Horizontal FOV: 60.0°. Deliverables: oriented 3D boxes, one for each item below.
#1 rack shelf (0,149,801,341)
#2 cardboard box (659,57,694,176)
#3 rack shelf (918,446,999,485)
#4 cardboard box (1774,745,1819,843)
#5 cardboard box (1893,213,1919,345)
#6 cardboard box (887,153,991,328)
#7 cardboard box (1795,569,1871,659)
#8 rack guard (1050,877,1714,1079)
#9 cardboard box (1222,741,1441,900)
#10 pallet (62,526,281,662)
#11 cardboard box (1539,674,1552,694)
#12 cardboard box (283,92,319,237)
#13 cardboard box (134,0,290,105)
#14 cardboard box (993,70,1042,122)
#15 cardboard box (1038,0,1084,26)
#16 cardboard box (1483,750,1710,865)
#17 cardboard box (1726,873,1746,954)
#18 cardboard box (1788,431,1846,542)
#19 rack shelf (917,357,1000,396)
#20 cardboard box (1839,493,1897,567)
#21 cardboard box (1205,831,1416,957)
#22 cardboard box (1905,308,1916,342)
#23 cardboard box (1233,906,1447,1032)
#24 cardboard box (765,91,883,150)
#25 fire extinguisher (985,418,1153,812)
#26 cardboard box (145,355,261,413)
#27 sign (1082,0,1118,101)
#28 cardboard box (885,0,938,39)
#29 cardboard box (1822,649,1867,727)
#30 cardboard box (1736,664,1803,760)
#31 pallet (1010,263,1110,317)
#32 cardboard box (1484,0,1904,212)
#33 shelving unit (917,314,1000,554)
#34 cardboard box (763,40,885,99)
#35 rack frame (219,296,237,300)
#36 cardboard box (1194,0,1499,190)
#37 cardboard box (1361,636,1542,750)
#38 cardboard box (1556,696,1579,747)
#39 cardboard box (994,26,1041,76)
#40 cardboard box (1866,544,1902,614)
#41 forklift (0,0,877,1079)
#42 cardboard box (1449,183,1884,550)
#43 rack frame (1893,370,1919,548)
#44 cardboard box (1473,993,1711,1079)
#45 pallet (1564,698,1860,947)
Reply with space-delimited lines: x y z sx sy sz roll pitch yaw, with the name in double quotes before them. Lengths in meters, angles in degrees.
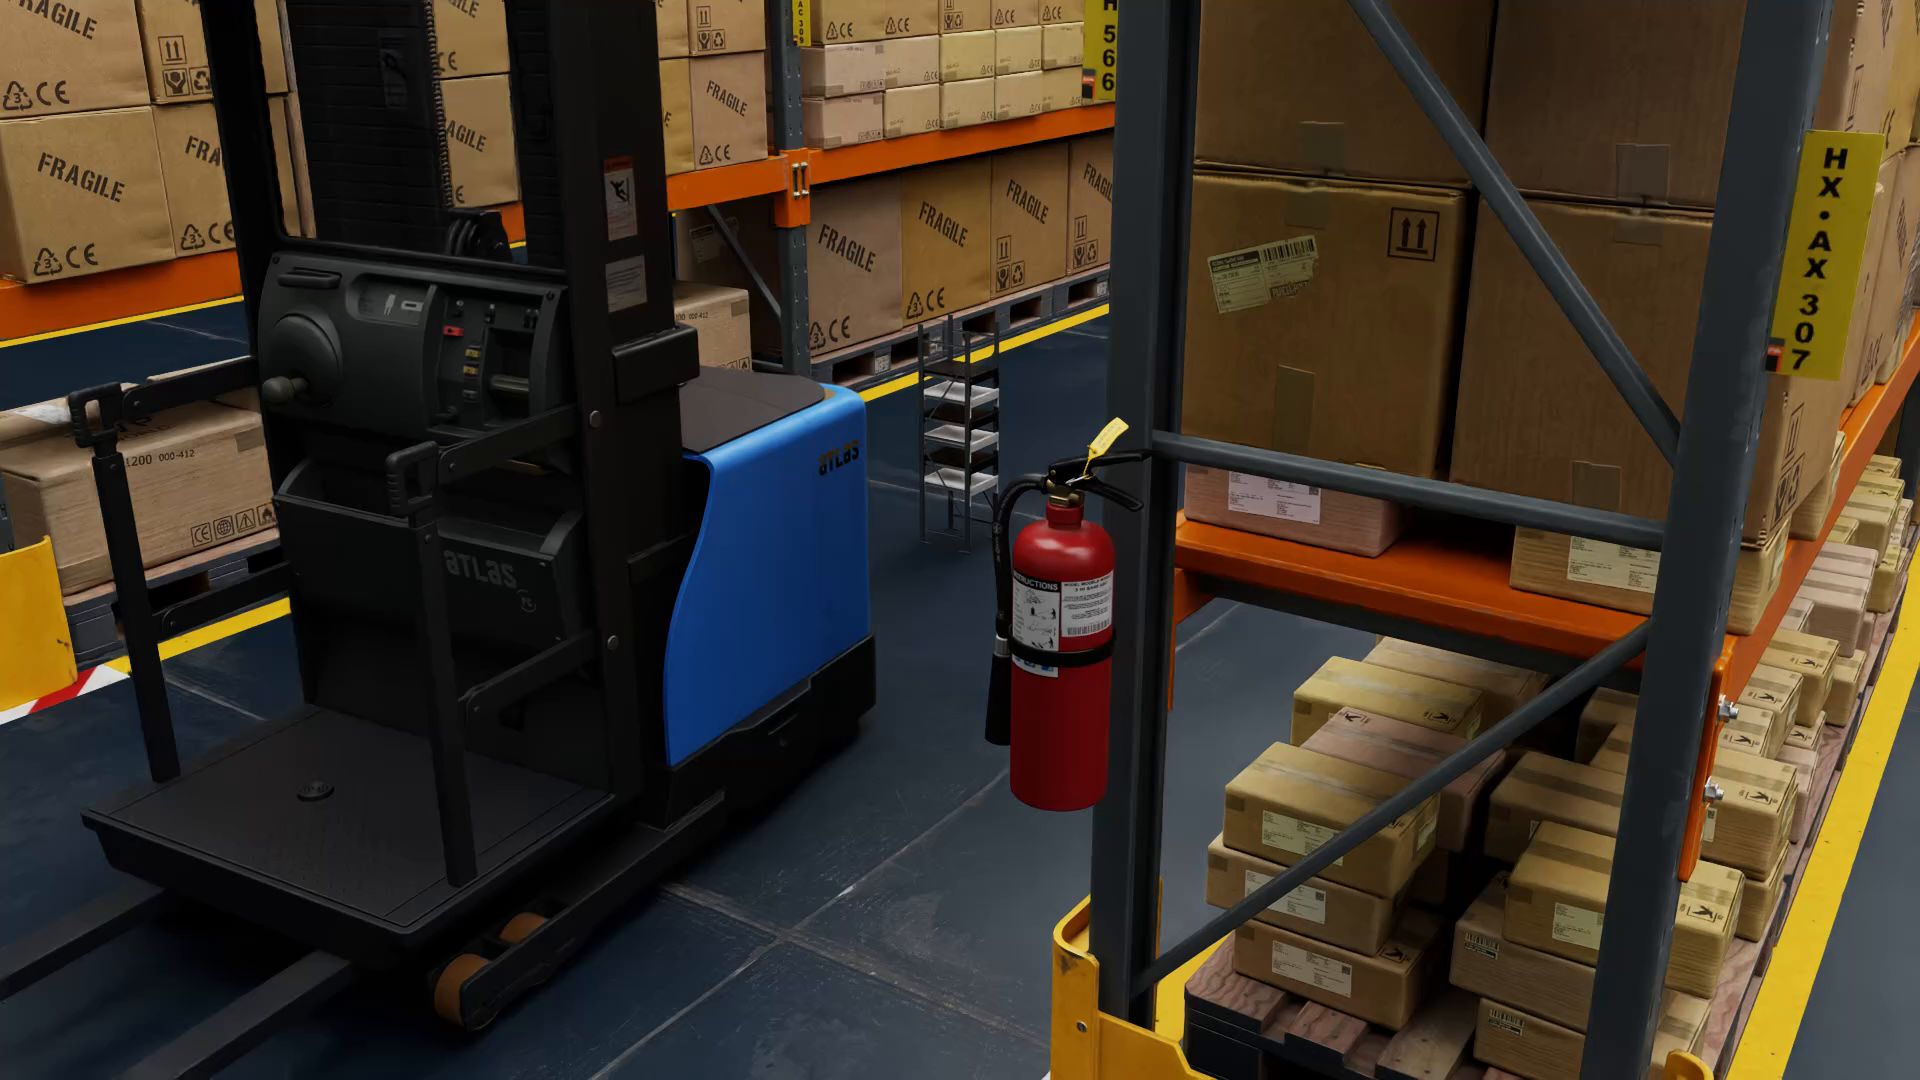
"rack shelf" -2.332 -1.248 6.853 1.077 0.370 4.000 13 24 32
"cardboard box" -1.542 -1.875 7.366 0.500 0.500 0.500 13 24 31
"rack shelf" -0.005 -0.304 6.645 0.258 0.077 0.200 13 24 32
"cardboard box" 1.978 0.615 4.284 0.380 0.149 0.250 12 23 29
"cardboard box" 2.022 -0.781 3.980 0.500 0.500 0.500 13 24 30
"cardboard box" -0.424 -1.814 9.804 0.875 0.875 0.875 14 25 33
"cardboard box" 2.285 0.179 4.603 0.380 0.149 0.250 12 24 30
"rack guard" 0.737 1.075 3.138 1.175 0.500 0.348 13 24 32
"cardboard box" 0.782 0.584 3.509 0.380 0.149 0.250 14 24 32
"pallet" -3.072 0.051 6.323 1.003 0.211 1.213 13 24 32
"cardboard box" 1.326 0.417 4.388 0.380 0.149 0.250 14 24 33
"cardboard box" -2.387 -1.434 6.173 0.500 0.500 0.500 13 24 32
"cardboard box" -2.667 -1.760 5.613 0.500 0.500 0.500 13 24 30
"cardboard box" 0.137 -2.599 9.682 0.500 0.250 0.500 13 24 31
"cardboard box" 0.400 -3.334 9.869 0.500 0.500 0.500 13 24 32
"cardboard box" 1.325 0.599 3.469 0.380 0.149 0.250 14 24 33
"cardboard box" 1.401 0.757 3.470 0.380 0.149 0.250 13 24 32
"cardboard box" 1.451 -0.135 3.168 0.380 0.149 0.250 12 24 30
"rack shelf" -0.005 -0.642 6.520 0.258 0.077 0.200 13 24 32
"cardboard box" 2.713 -0.056 5.238 0.380 0.149 0.250 13 24 31
"cardboard box" 0.755 0.718 3.576 0.380 0.149 0.250 13 24 30
"cardboard box" 2.428 -0.665 4.601 0.380 0.149 0.250 12 23 30
"cardboard box" 0.817 0.873 3.586 0.380 0.149 0.250 14 24 33
"cardboard box" -0.742 -2.164 8.508 0.500 0.250 0.500 13 24 31
"fire extinguisher" 0.171 0.118 2.772 0.296 0.674 0.183 13 24 32
"cardboard box" -2.661 -0.480 6.828 0.875 0.438 0.875 14 25 33
"sign" 0.246 -0.881 2.698 0.100 0.325 0.005 13 24 32
"cardboard box" -0.460 -2.897 8.688 0.500 0.500 0.500 13 24 32
"cardboard box" 2.422 0.393 4.884 0.380 0.149 0.250 13 24 32
"cardboard box" 1.807 0.386 4.043 0.380 0.149 0.250 14 25 34
"pallet" 0.535 -1.788 11.295 1.003 0.211 1.213 13 24 32
"cardboard box" 1.166 -0.808 2.612 0.500 0.500 0.500 13 24 31
"shelving unit" -0.005 -0.420 6.603 0.258 0.900 0.210 13 24 32
"cardboard box" -0.728 -2.395 8.412 0.500 0.250 0.500 12 24 30
"rack frame" -5.315 -3.127 10.894 1.000 3.000 0.127 13 24 32
"cardboard box" 0.745 -0.911 2.890 0.500 0.500 0.500 13 24 31
"cardboard box" 1.209 0.362 4.109 0.380 0.149 0.250 12 24 30
"cardboard box" 1.488 0.487 4.629 0.380 0.149 0.250 14 24 33
"cardboard box" 0.131 -2.835 9.602 0.500 0.250 0.500 12 24 30
"cardboard box" 2.750 0.090 5.273 0.380 0.149 0.250 12 24 30
"forklift" -1.409 -0.444 3.741 1.130 2.935 3.031 11 23 27
"cardboard box" 1.175 -0.337 2.779 0.500 0.500 0.500 15 25 34
"rack frame" 2.943 -1.223 5.749 1.000 3.000 0.127 13 24 32
"cardboard box" 1.253 0.977 3.305 0.380 0.149 0.250 14 24 33
"pallet" 1.909 0.636 4.743 1.003 0.211 1.213 13 24 32
